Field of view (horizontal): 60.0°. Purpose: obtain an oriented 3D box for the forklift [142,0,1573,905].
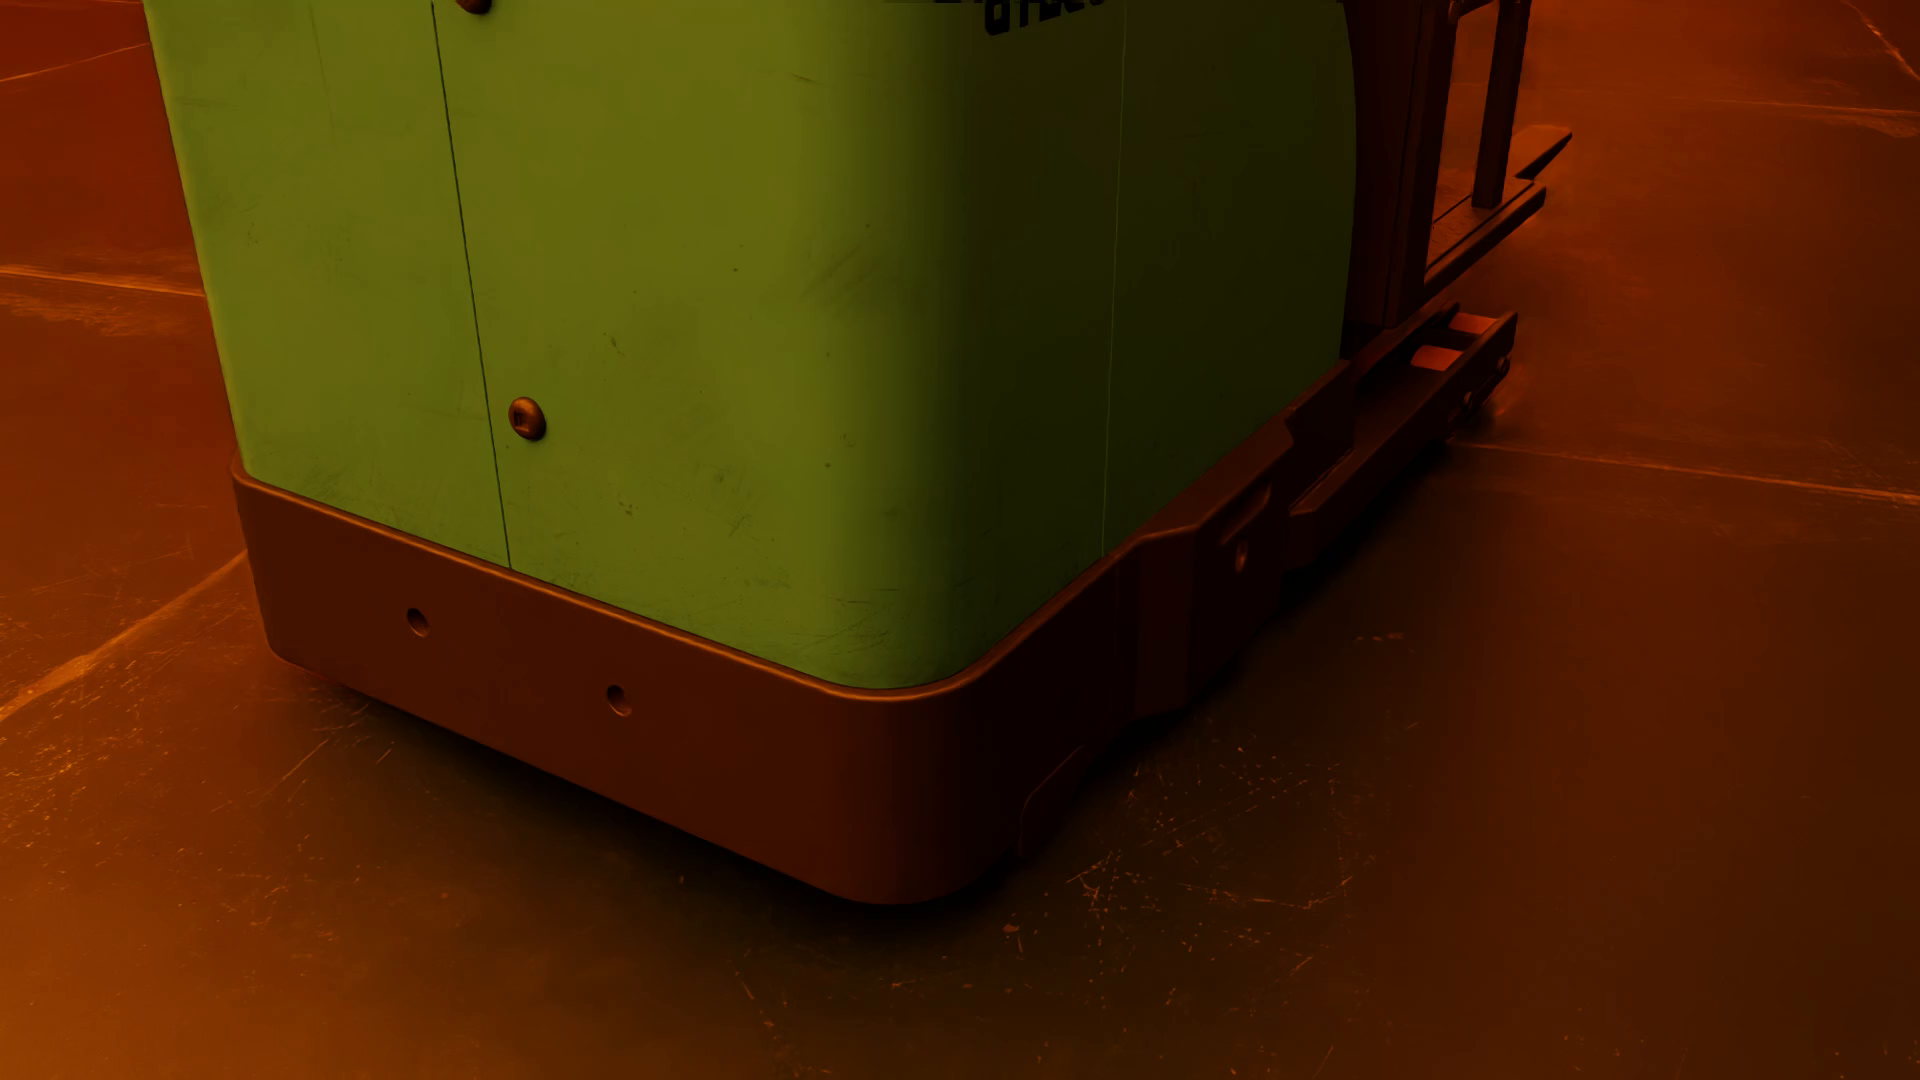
[{"bbox_3d":[0.334,-1.571,2.355,1.130,2.935,3.031,16,31,29],"label":"forklift"}]
